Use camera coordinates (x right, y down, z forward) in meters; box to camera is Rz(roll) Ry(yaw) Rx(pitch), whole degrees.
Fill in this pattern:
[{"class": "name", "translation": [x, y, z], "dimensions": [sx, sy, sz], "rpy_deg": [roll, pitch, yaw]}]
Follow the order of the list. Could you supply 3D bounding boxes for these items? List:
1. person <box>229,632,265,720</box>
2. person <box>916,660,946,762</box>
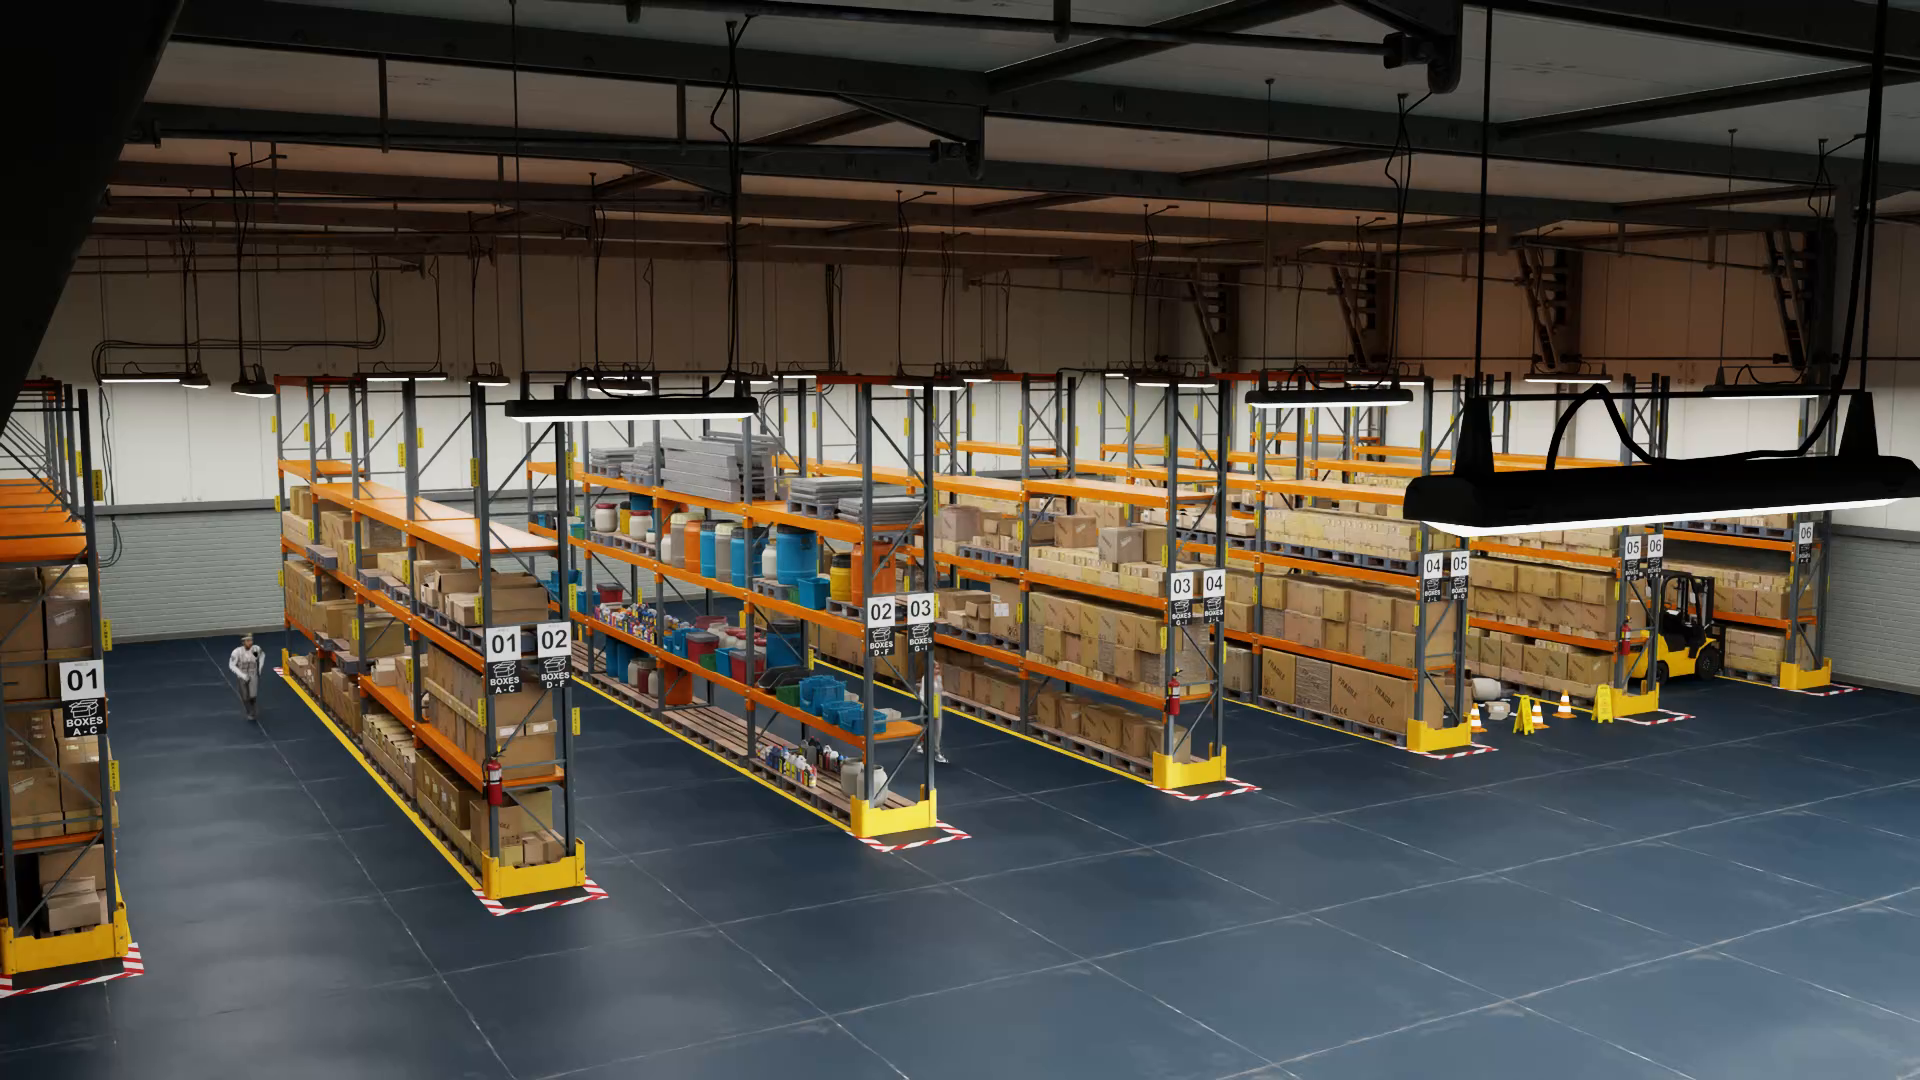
[{"class": "person", "translation": [-12.417, 2.372, 28.991], "dimensions": [0.553, 1.601, 0.700], "rpy_deg": [-2, 7, -18]}, {"class": "person", "translation": [-0.433, 2.699, 26.312], "dimensions": [0.499, 1.528, 0.808], "rpy_deg": [-4, 8, -35]}]
